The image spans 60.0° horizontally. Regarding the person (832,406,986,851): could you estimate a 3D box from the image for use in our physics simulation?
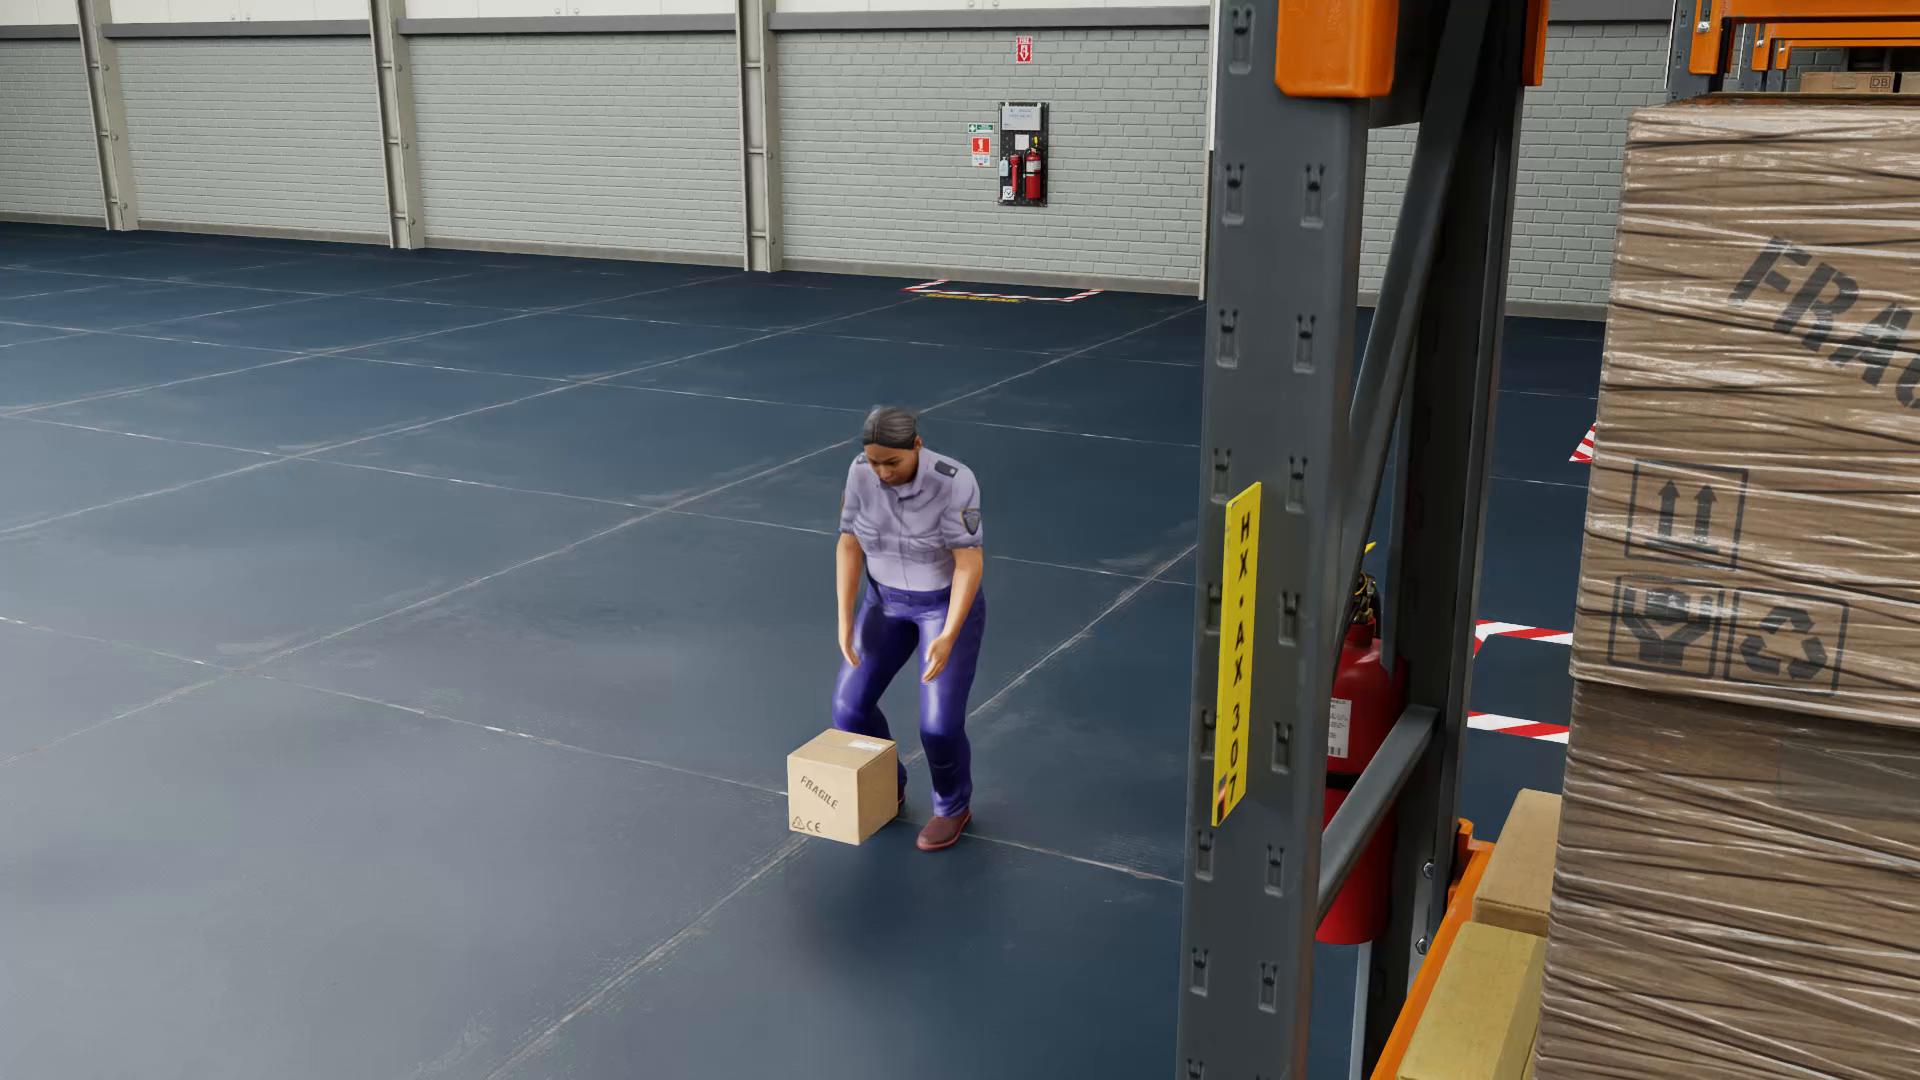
[{"bbox_3d":[-0.137,0.263,5.449,0.525,1.490,0.551,8,18,26],"label":"person"}]
